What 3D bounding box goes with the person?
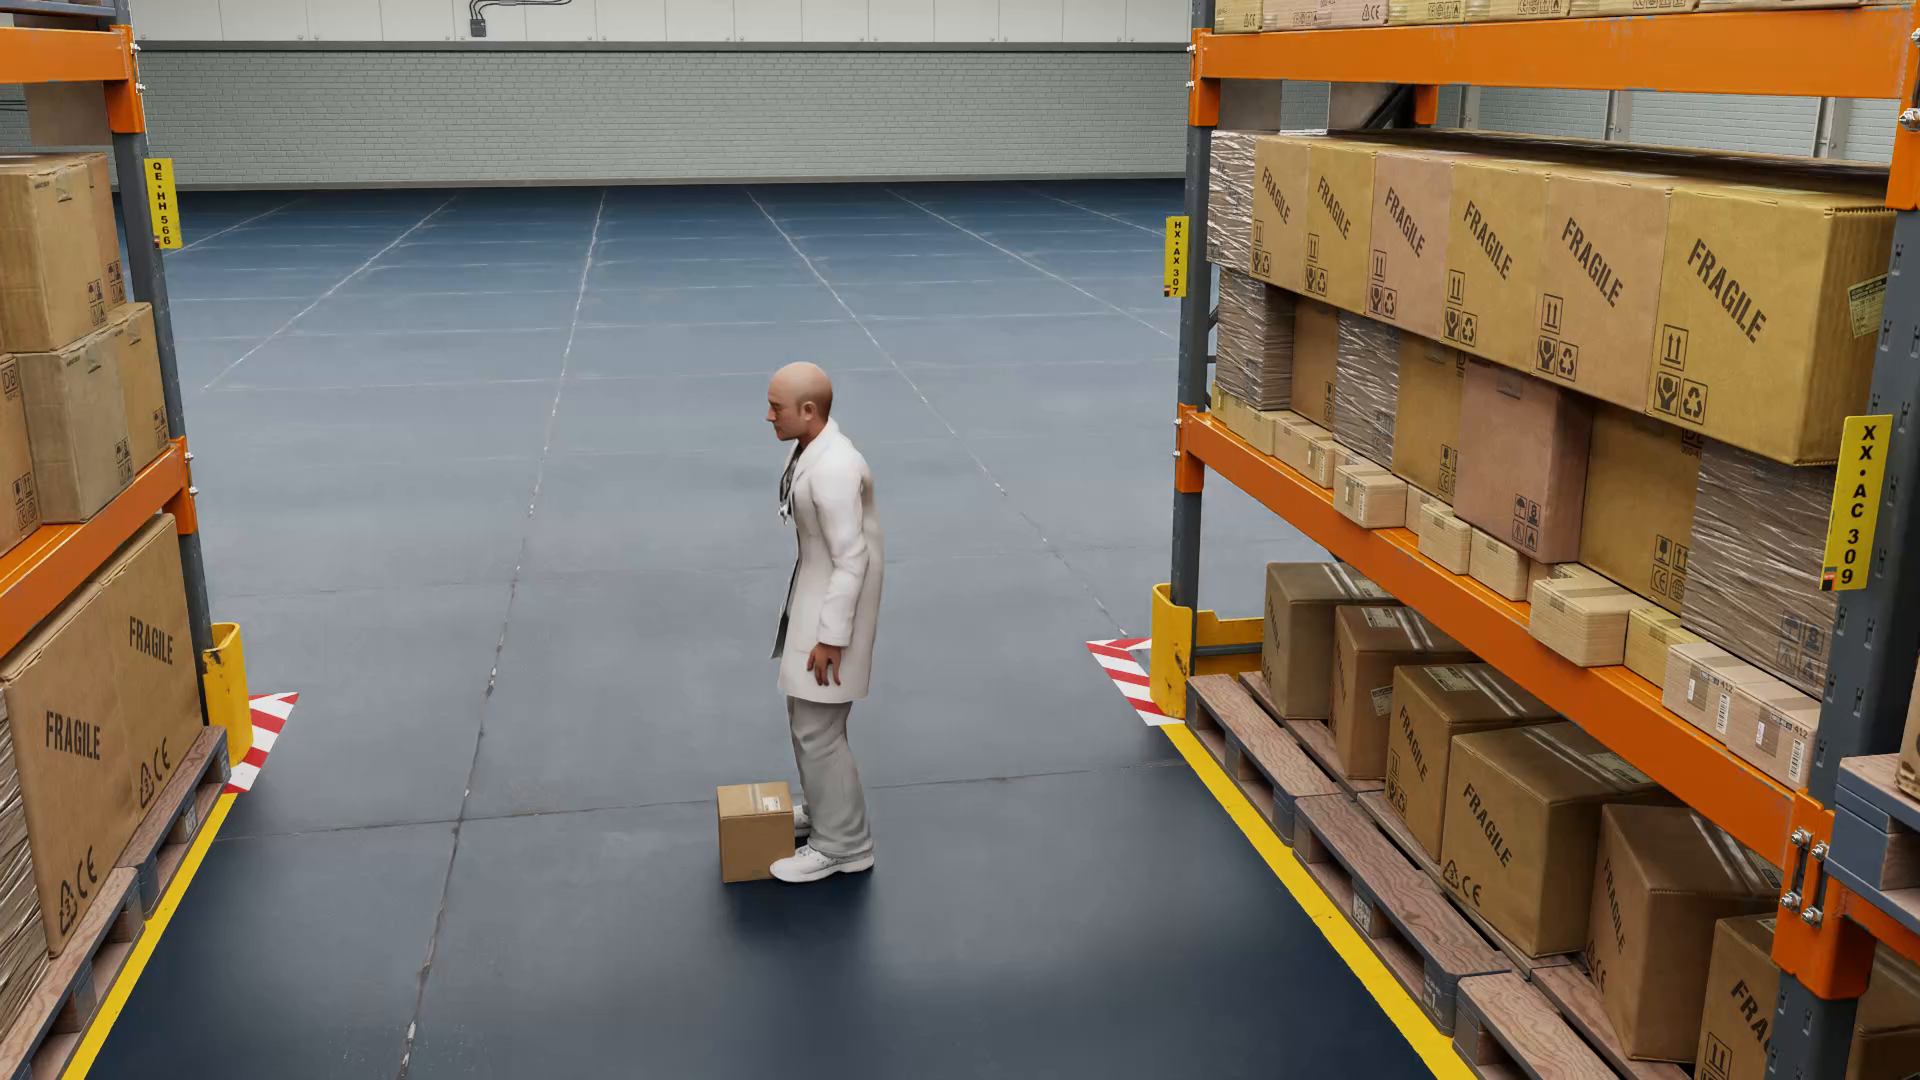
[{"bbox_3d":[-0.477,0.270,5.629,0.425,1.772,0.644,-4,17,-13],"label":"person"}]
